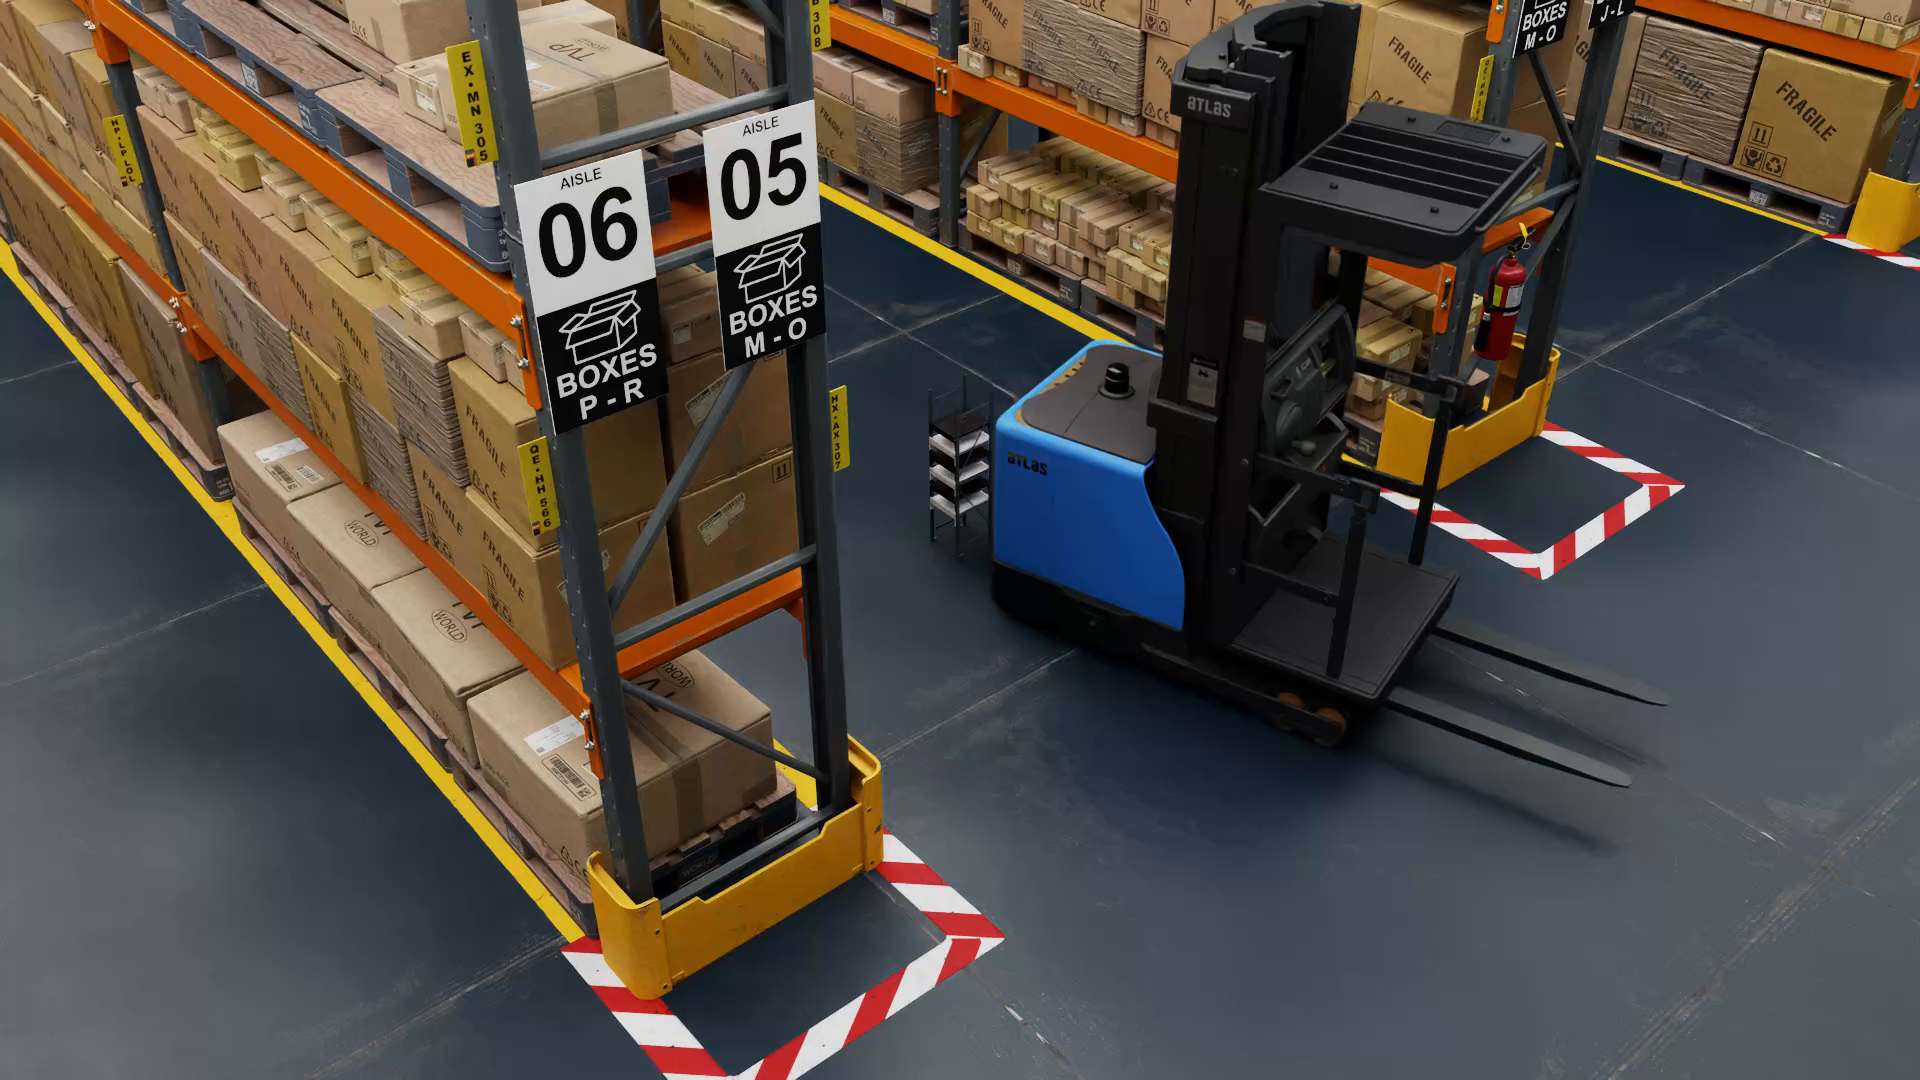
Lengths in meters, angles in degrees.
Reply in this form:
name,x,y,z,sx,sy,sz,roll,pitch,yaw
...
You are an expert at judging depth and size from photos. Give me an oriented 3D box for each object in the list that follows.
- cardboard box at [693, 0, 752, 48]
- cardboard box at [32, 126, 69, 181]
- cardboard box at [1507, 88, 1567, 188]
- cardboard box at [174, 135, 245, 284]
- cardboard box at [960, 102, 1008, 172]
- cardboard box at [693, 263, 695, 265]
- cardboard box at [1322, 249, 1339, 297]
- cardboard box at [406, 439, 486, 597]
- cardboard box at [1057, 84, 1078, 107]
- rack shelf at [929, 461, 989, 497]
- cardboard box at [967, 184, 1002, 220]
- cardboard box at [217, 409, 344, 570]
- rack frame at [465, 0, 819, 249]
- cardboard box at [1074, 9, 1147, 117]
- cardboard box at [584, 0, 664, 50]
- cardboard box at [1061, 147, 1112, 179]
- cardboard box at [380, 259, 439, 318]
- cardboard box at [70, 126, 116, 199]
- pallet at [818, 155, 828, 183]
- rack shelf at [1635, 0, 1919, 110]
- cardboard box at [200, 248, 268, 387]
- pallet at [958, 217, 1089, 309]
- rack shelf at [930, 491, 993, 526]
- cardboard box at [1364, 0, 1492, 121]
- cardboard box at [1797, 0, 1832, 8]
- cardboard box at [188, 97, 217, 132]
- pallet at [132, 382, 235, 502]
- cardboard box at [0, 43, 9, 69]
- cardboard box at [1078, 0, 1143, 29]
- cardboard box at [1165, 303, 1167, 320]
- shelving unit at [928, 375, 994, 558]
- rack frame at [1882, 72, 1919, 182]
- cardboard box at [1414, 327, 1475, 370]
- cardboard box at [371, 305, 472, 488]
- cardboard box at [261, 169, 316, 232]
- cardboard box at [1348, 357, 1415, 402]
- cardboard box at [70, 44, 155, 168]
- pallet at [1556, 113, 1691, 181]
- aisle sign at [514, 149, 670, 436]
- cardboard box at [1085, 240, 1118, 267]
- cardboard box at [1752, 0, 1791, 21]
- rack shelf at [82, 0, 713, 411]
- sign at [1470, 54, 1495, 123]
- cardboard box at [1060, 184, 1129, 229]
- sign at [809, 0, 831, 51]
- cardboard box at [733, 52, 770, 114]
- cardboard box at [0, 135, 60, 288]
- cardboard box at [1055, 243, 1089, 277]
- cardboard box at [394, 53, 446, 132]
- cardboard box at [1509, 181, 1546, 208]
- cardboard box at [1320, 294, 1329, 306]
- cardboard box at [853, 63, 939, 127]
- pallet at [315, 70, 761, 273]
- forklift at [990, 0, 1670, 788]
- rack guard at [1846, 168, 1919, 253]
name,x,y,z,sx,sy,sz,roll,pitch,yaw
cardboard box,-1.716,-4.051,12.927,0.500,0.250,0.500,-27,43,-32
cardboard box,-4.896,-2.280,9.405,0.500,0.250,0.500,-26,43,-32
cardboard box,2.780,-2.144,8.739,0.500,0.500,0.500,-24,42,-30
cardboard box,-2.995,-1.479,7.192,0.500,0.500,0.500,-27,43,-32
cardboard box,0.003,-3.023,12.124,0.500,0.500,0.500,-24,42,-30
cardboard box,-1.178,-1.010,5.969,0.380,0.149,0.250,-25,42,-30
cardboard box,2.223,-1.604,9.909,0.380,0.149,0.250,-28,44,-34
cardboard box,-1.683,-0.172,6.212,0.500,0.500,0.500,-27,43,-33
cardboard box,0.817,-2.790,10.213,0.380,0.149,0.250,-28,44,-34
rack shelf,0.005,-0.336,8.405,0.258,0.077,0.200,-26,43,-32
cardboard box,0.267,-2.297,11.144,0.380,0.149,0.250,-24,42,-30
cardboard box,-3.115,-0.364,8.424,0.875,0.438,0.875,-27,43,-32
rack frame,-0.857,-2.238,4.025,1.000,3.000,0.127,-26,43,-32
cardboard box,1.027,-2.845,9.728,0.500,0.500,0.500,-27,43,-33
cardboard box,-2.628,-4.768,14.372,1.050,0.750,0.750,-27,43,-32
cardboard box,0.901,-2.539,11.230,0.380,0.149,0.250,-25,43,-31
cardboard box,-1.786,-0.899,5.813,0.380,0.149,0.250,-25,42,-31
cardboard box,-4.237,-2.020,8.606,0.500,0.250,0.500,-25,42,-31
pallet,-1.017,-3.191,12.974,1.003,0.211,1.213,-26,43,-32
rack shelf,5.422,-4.075,12.433,1.077,0.370,4.000,-26,43,-32
cardboard box,-3.014,-1.068,7.477,0.500,0.500,0.500,-26,43,-32
pallet,0.738,-2.025,11.328,1.003,0.211,1.213,-26,43,-32
rack shelf,0.005,-0.190,8.509,0.258,0.077,0.200,-26,43,-32
cardboard box,2.374,-2.360,8.179,0.500,0.500,0.500,-27,43,-33
cardboard box,5.871,-3.885,11.414,0.500,0.250,0.500,-27,43,-33
cardboard box,-3.058,-1.829,7.125,0.380,0.149,0.250,-27,43,-32
pallet,-3.994,-0.730,9.500,1.003,0.211,1.213,-26,43,-32
cardboard box,-5.239,-3.012,9.357,0.500,0.500,0.500,-25,42,-31
cardboard box,1.030,-3.270,9.463,0.500,0.500,0.500,-25,42,-31
cardboard box,1.469,-1.389,10.121,0.380,0.149,0.250,-25,42,-31
shelving unit,0.005,-0.364,8.386,0.258,0.900,0.210,-26,43,-32
rack frame,6.713,-3.486,10.978,1.000,3.000,0.127,-26,43,-32
cardboard box,2.717,-1.137,9.507,0.380,0.149,0.250,-24,42,-30
cardboard box,-1.710,-0.582,5.927,0.500,0.500,0.500,-26,43,-32
cardboard box,-2.465,-1.354,6.454,0.380,0.149,0.250,-26,43,-32
cardboard box,2.300,-0.937,9.224,0.380,0.149,0.250,-27,44,-33
cardboard box,-3.919,-2.108,8.081,0.500,0.500,0.500,-25,42,-30
pallet,5.354,-3.210,13.001,1.003,0.211,1.213,-26,43,-32
aisle sign,-1.048,-0.703,4.799,0.394,0.787,0.004,-26,43,-32
cardboard box,1.015,-1.874,10.547,0.380,0.149,0.250,-24,42,-30
cardboard box,5.740,-3.754,11.574,0.380,0.149,0.250,-25,42,-31
rack shelf,-2.148,-1.603,6.347,1.077,0.370,4.000,-26,43,-32
sign,2.422,-2.084,7.723,0.100,0.325,0.005,-26,43,-32
cardboard box,0.861,-2.124,10.644,0.380,0.149,0.250,-27,43,-33
sign,-0.429,-1.607,4.905,0.100,0.325,0.005,-26,43,-32
cardboard box,-1.380,-3.511,12.813,0.500,0.500,0.500,-27,43,-33
cardboard box,-5.638,-2.290,10.764,0.875,0.875,0.875,-26,43,-32
cardboard box,0.841,-1.873,10.803,0.380,0.149,0.250,-27,43,-33
cardboard box,-1.548,-1.444,5.267,0.380,0.149,0.250,-30,45,-35
cardboard box,2.900,-1.843,8.876,0.380,0.149,0.250,-26,43,-32
cardboard box,1.941,-1.270,9.437,0.380,0.149,0.250,-27,43,-33
cardboard box,-0.396,-3.138,11.638,0.500,0.250,0.500,-27,44,-33
pallet,-1.344,-1.301,5.375,1.003,0.211,1.213,-26,43,-32
forklift,1.662,-0.637,7.014,3.031,2.935,1.130,21,40,26
rack guard,6.729,-2.455,11.685,1.175,0.500,0.348,-26,43,-32
